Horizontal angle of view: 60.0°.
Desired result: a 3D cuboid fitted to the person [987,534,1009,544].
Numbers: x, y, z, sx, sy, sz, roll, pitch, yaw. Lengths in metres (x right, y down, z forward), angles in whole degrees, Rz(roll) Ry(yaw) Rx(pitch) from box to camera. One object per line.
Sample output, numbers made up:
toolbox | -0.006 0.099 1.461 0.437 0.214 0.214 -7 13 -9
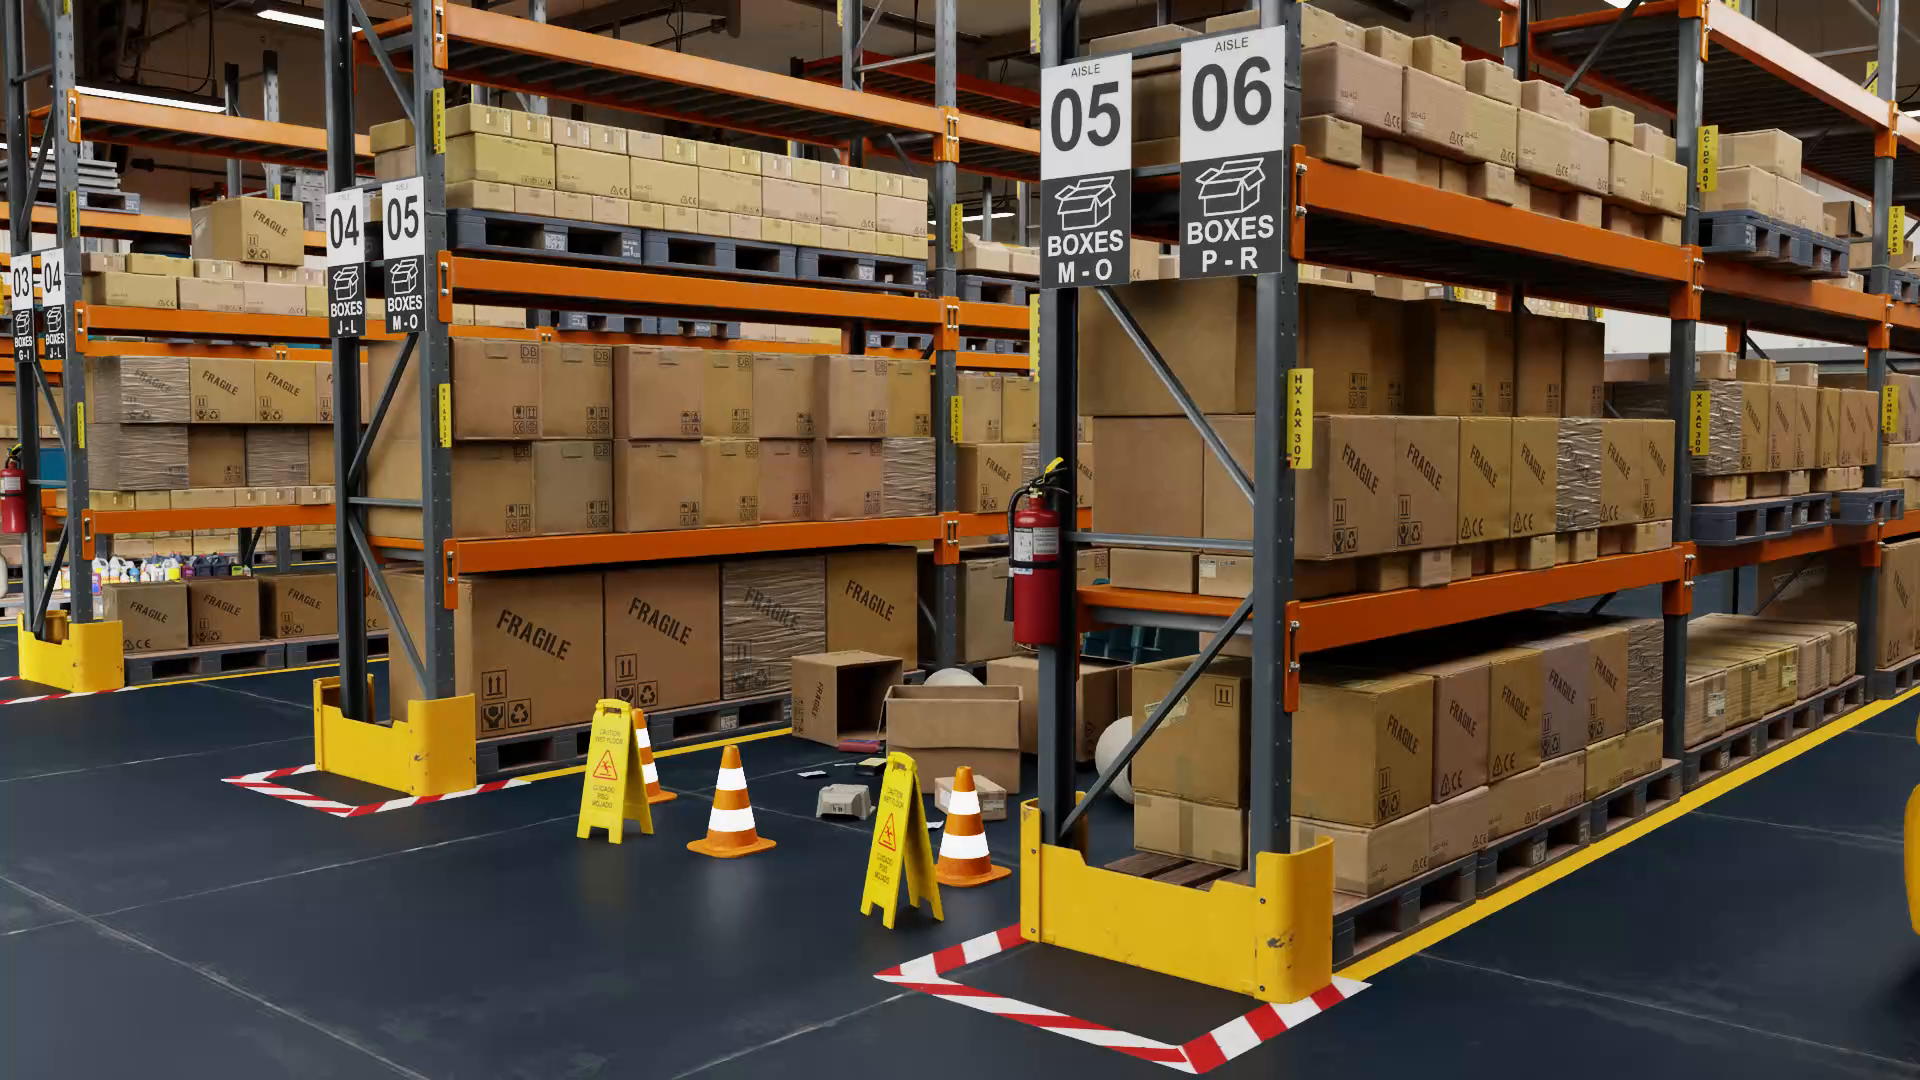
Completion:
person | 0.468 -0.059 18.158 0.433 1.539 0.417 3 5 42
